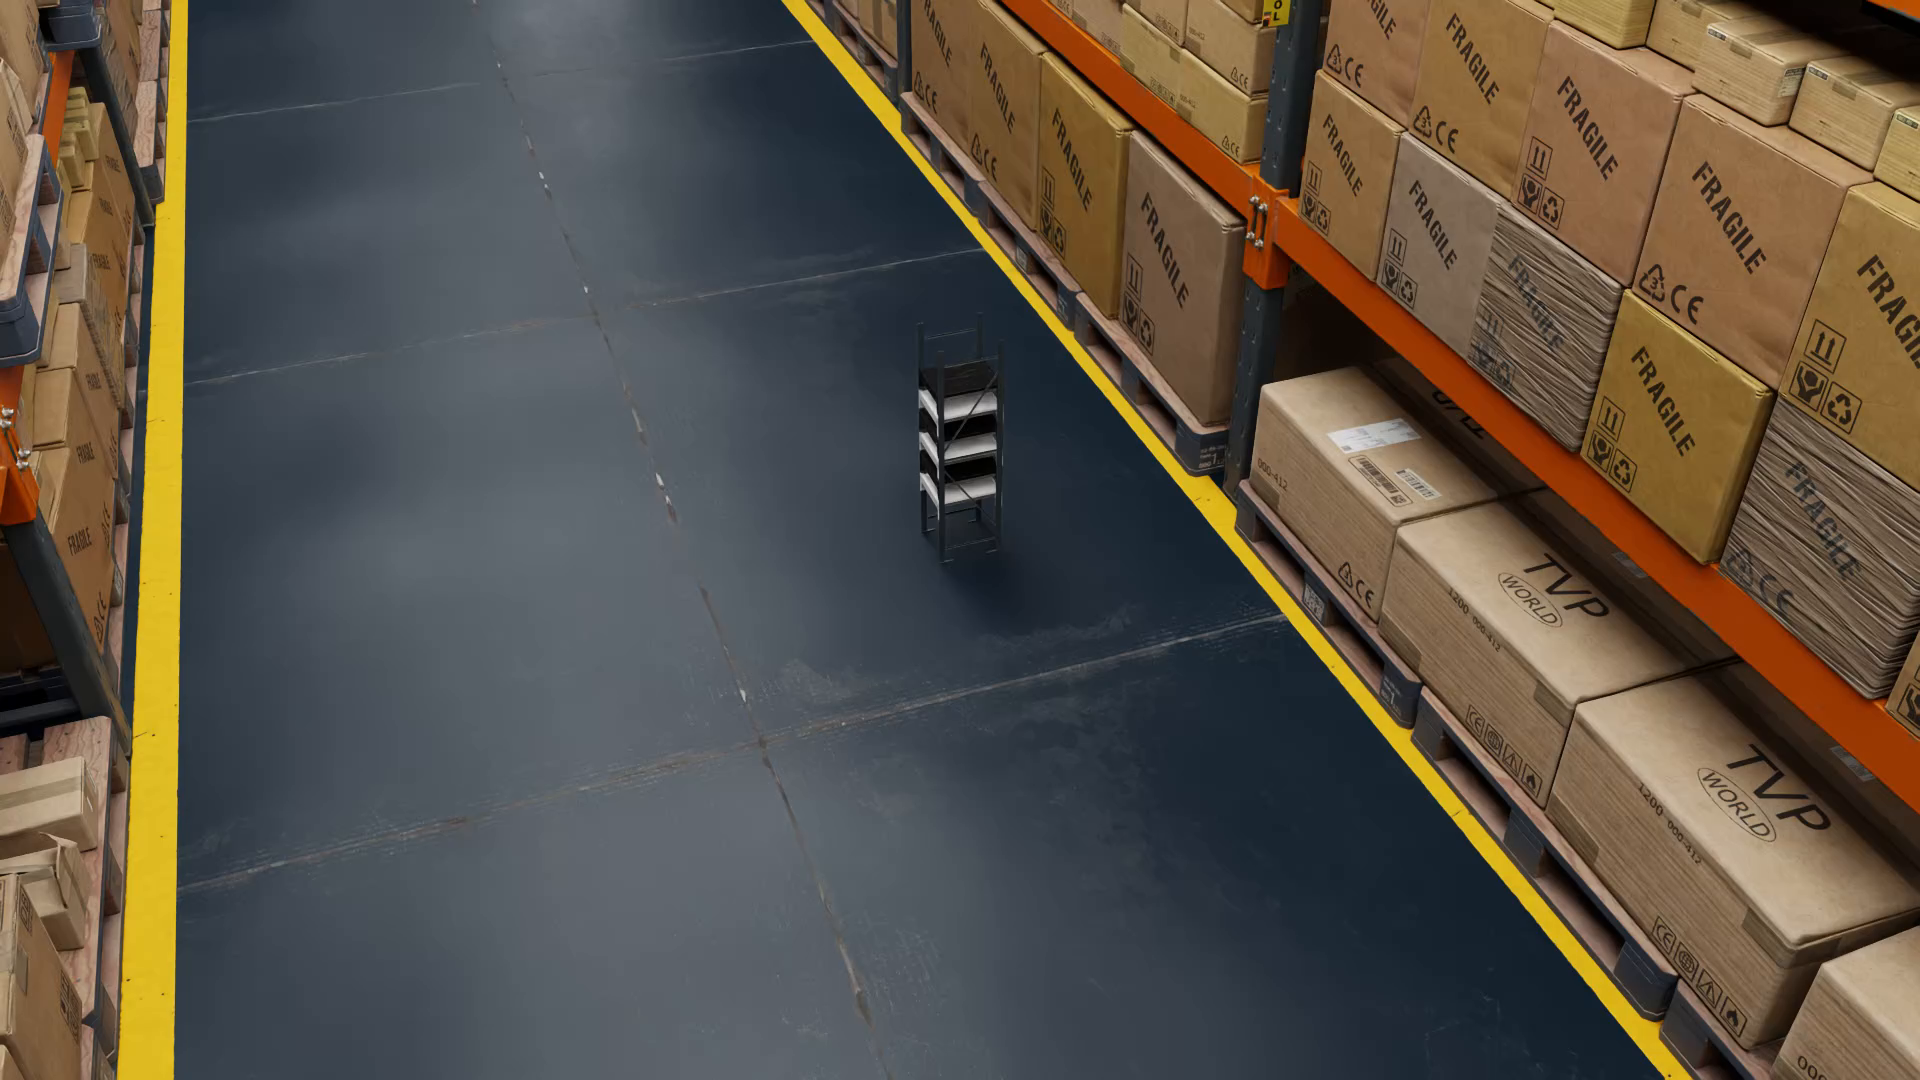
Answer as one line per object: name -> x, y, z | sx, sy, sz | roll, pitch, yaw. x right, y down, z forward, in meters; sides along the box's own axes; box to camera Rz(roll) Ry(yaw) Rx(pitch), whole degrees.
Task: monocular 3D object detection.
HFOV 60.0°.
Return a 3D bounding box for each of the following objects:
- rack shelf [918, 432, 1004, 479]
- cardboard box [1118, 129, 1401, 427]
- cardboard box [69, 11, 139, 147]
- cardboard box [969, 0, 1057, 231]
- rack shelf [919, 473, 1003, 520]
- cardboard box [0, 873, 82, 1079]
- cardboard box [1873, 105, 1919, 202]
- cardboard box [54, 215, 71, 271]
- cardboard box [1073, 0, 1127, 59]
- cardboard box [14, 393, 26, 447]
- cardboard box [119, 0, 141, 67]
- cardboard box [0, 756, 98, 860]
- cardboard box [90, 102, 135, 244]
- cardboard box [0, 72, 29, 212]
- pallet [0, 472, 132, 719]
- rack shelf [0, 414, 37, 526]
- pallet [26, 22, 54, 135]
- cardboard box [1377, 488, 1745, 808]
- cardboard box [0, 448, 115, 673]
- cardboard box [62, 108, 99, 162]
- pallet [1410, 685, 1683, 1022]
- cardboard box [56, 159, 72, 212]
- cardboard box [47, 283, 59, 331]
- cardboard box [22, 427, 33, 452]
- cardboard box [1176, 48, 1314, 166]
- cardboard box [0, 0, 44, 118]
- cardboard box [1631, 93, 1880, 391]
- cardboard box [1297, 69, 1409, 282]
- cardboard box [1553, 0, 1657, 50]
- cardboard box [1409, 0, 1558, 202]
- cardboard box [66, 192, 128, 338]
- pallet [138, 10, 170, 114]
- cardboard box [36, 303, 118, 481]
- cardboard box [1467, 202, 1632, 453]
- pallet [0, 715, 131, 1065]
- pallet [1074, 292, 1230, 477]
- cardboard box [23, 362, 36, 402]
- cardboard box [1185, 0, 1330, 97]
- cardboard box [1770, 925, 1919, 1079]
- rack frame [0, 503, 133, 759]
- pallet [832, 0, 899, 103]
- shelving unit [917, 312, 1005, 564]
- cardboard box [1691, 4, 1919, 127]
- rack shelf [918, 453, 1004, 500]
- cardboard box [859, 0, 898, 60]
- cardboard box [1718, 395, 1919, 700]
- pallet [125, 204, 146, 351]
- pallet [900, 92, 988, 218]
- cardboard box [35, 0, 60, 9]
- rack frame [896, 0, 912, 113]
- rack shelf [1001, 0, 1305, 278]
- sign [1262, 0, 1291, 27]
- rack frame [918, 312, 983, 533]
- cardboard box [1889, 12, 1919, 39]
rack shelf -> 0.003, -0.328, 5.993 | 0.258, 0.077, 0.200 | -12, 39, -16
cardboard box -> 1.227, -1.115, 6.654 | 0.875, 0.875, 0.875 | -11, 38, -15
cardboard box -> -4.722, -2.266, 8.390 | 0.875, 0.625, 0.625 | -11, 38, -15
cardboard box -> 0.602, -2.128, 8.000 | 0.875, 0.875, 0.875 | -12, 39, -15
rack shelf -> 0.003, -0.184, 6.102 | 0.258, 0.077, 0.200 | -12, 39, -16
cardboard box -> -2.504, 1.216, 3.871 | 0.700, 0.500, 0.500 | -14, 39, -18
cardboard box -> 2.090, -0.771, 3.328 | 0.380, 0.149, 0.250 | -12, 38, -15
cardboard box -> -3.683, -1.139, 6.458 | 0.380, 0.149, 0.250 | -14, 39, -18
cardboard box -> 0.794, -2.180, 6.776 | 0.500, 0.250, 0.500 | -13, 39, -17
cardboard box -> -3.152, -0.374, 5.195 | 0.380, 0.149, 0.250 | -14, 39, -18
cardboard box -> -5.186, -3.014, 9.383 | 0.875, 0.625, 0.625 | -14, 39, -18
cardboard box -> -2.676, 0.793, 4.725 | 0.380, 0.149, 0.250 | -14, 39, -17
cardboard box -> -4.173, -1.667, 7.698 | 0.500, 0.500, 0.500 | -11, 38, -15
cardboard box -> -3.279, -1.252, 4.987 | 0.700, 0.500, 0.500 | -12, 39, -15
pallet -> -3.459, 0.230, 5.769 | 1.003, 0.211, 1.213 | -12, 39, -16
rack shelf -> -2.456, 0.985, 3.047 | 1.077, 0.370, 4.000 | -12, 39, -16
pallet -> -3.847, -1.517, 5.931 | 1.003, 0.211, 1.213 | -12, 39, -16
cardboard box -> 1.939, 0.276, 5.171 | 0.875, 0.438, 0.875 | -14, 39, -17
cardboard box -> -3.099, 0.079, 5.381 | 0.500, 0.500, 0.500 | -11, 38, -14
cardboard box -> -3.990, -1.746, 7.264 | 0.380, 0.149, 0.250 | -14, 39, -18
pallet -> 2.127, 0.788, 5.028 | 1.003, 0.211, 1.213 | -12, 39, -16
cardboard box -> -3.892, -1.429, 6.844 | 0.380, 0.149, 0.250 | -11, 38, -15
cardboard box -> -3.526, -0.843, 6.065 | 0.380, 0.149, 0.250 | -11, 38, -14
cardboard box -> -3.185, -0.259, 5.290 | 0.380, 0.149, 0.250 | -13, 39, -17
cardboard box -> 1.124, -1.603, 6.010 | 0.500, 0.250, 0.500 | -13, 39, -17
cardboard box -> -3.549, -1.695, 5.575 | 0.700, 0.500, 0.500 | -13, 39, -16
cardboard box -> 1.957, -0.718, 3.796 | 0.500, 0.500, 0.500 | -13, 39, -16
cardboard box -> 1.431, -1.183, 5.244 | 0.500, 0.500, 0.500 | -11, 38, -14
cardboard box -> 1.703, -1.342, 4.085 | 0.380, 0.149, 0.250 | -14, 39, -17
cardboard box -> 1.620, -1.295, 4.563 | 0.500, 0.500, 0.500 | -13, 39, -17
cardboard box -> -3.828, -1.087, 6.928 | 0.500, 0.500, 0.500 | -11, 38, -14
pallet -> -5.183, -2.739, 9.711 | 1.003, 0.211, 1.213 | -12, 39, -16
cardboard box -> -3.459, -0.503, 6.153 | 0.500, 0.500, 0.500 | -14, 39, -17
cardboard box -> 1.765, -0.615, 4.490 | 0.500, 0.500, 0.500 | -12, 39, -16
pallet -> -2.908, 1.070, 4.654 | 1.003, 0.211, 1.213 | -12, 39, -16
pallet -> 1.179, -0.768, 7.095 | 1.003, 0.211, 1.213 | -12, 39, -16
cardboard box -> -3.391, -0.553, 5.681 | 0.380, 0.149, 0.250 | -13, 39, -17
cardboard box -> 1.135, -1.800, 5.856 | 0.500, 0.250, 0.500 | -12, 39, -16
cardboard box -> 2.571, 1.301, 3.810 | 0.875, 0.438, 0.875 | -14, 39, -17
rack frame -> -3.144, -0.432, 4.331 | 1.000, 3.000, 0.127 | -12, 39, -16
pallet -> -0.129, -3.049, 10.123 | 1.003, 0.211, 1.213 | -12, 39, -16
shelving unit -> 0.003, -0.355, 5.973 | 0.258, 0.900, 0.210 | -12, 39, -16
cardboard box -> 1.887, -1.064, 3.716 | 0.380, 0.149, 0.250 | -12, 39, -16
rack shelf -> 0.003, -0.256, 6.047 | 0.258, 0.077, 0.200 | -12, 39, -16
cardboard box -> -0.046, -3.161, 9.788 | 0.950, 0.372, 0.625 | -15, 40, -19
cardboard box -> 2.133, -0.035, 3.720 | 0.500, 0.500, 0.500 | -11, 38, -15
pallet -> -4.299, -1.148, 7.599 | 1.003, 0.211, 1.213 | -12, 39, -16
pallet -> 0.339, -2.147, 8.925 | 1.003, 0.211, 1.213 | -12, 39, -16
cardboard box -> -3.853, -2.271, 6.547 | 0.500, 0.250, 0.500 | -14, 39, -18
rack frame -> 0.139, -3.722, 8.698 | 1.000, 3.000, 0.127 | -12, 39, -16
rack shelf -> 0.827, -2.304, 7.414 | 1.077, 0.370, 4.000 | -12, 39, -16
sign -> 1.009, -1.775, 5.217 | 0.100, 0.325, 0.005 | -12, 39, -16
rack frame -> -0.032, -0.412, 6.049 | 0.240, 0.900, 0.006 | -12, 39, -16
cardboard box -> 2.399, -1.181, 3.872 | 0.380, 0.149, 0.250 | -12, 39, -16
